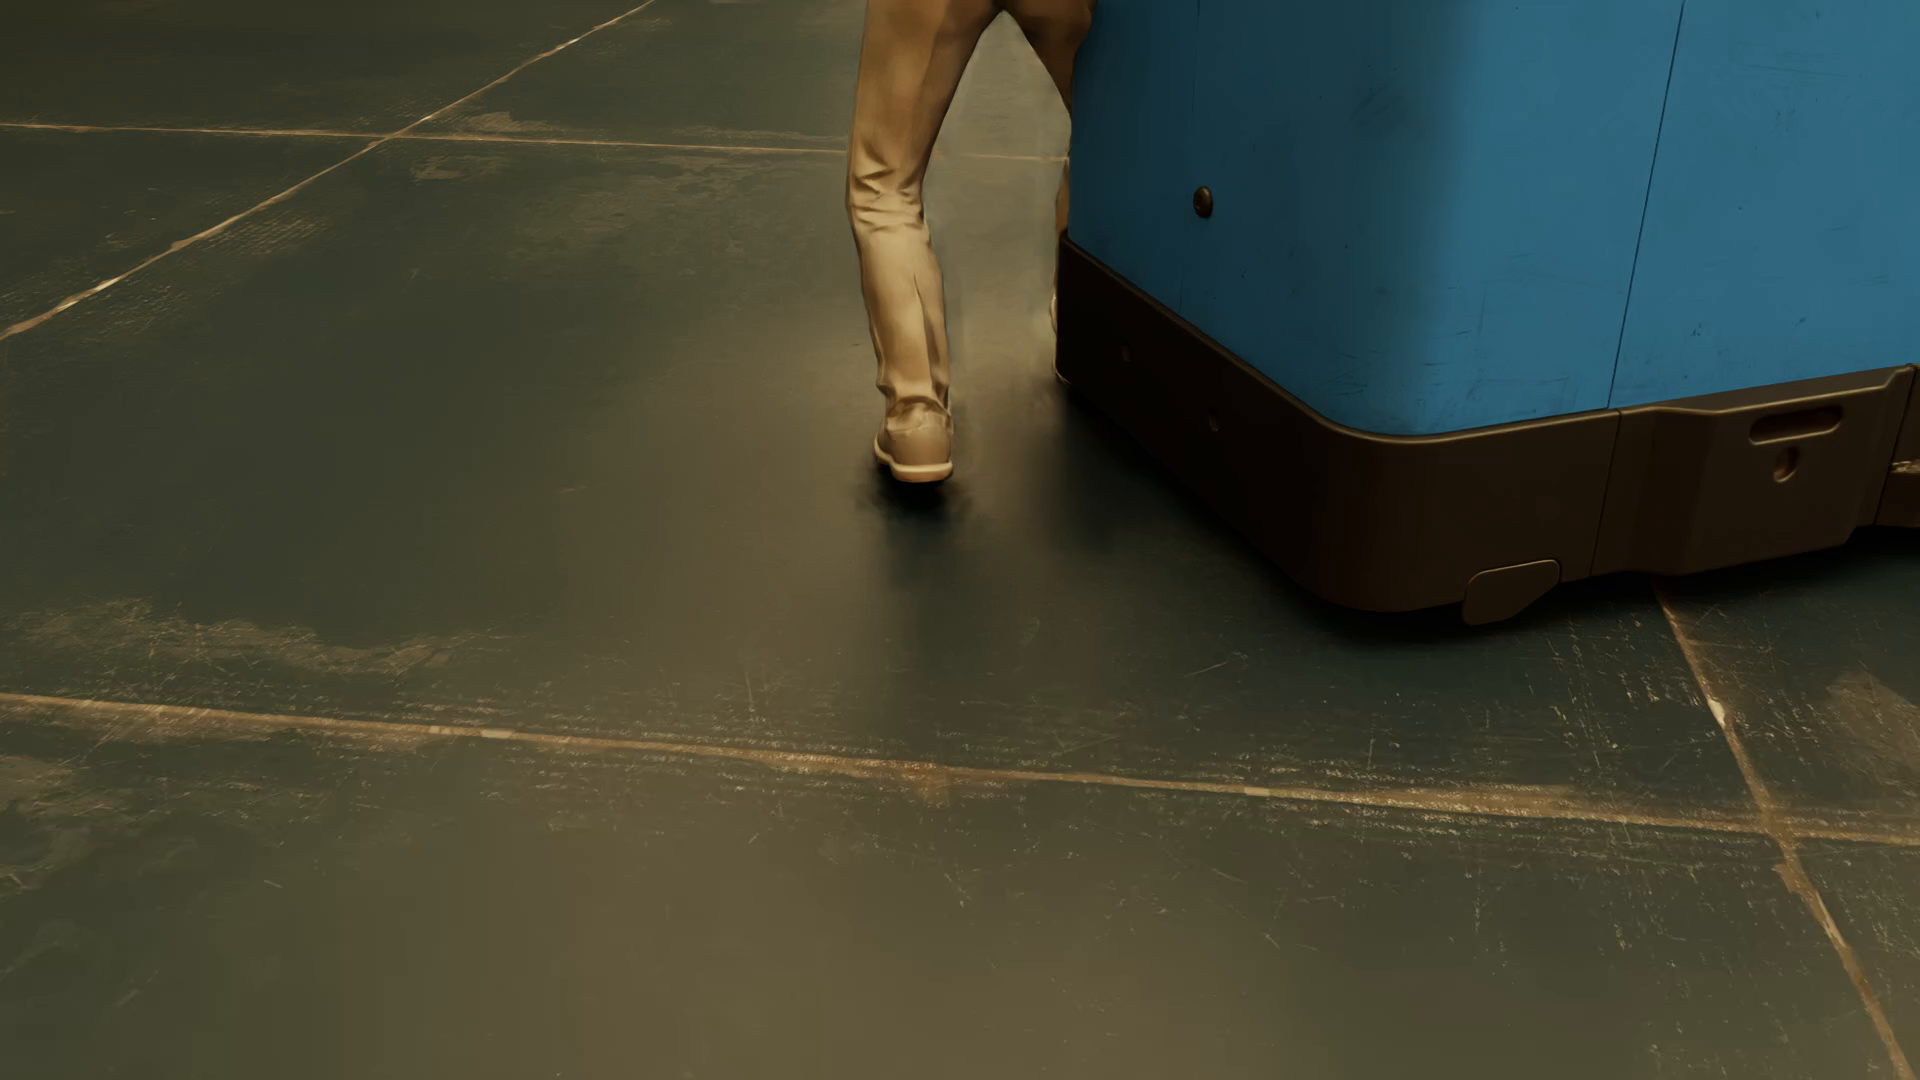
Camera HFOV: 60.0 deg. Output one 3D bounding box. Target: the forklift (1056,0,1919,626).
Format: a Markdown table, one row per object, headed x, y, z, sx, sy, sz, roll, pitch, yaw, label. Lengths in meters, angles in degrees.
| x | y | z | sx | sy | sz | roll | pitch | yaw | label |
| --- | --- | --- | --- | --- | --- | --- | --- | --- | --- |
| 1.744 | -1.584 | 2.392 | 3.031 | 2.935 | 1.130 | -9 | 28 | -17 | forklift |

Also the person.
| x | y | z | sx | sy | sz | roll | pitch | yaw | label |
| --- | --- | --- | --- | --- | --- | --- | --- | --- | --- |
| 0.120 | -0.934 | 2.626 | 0.644 | 1.578 | 0.818 | -4 | 27 | -7 | person |
